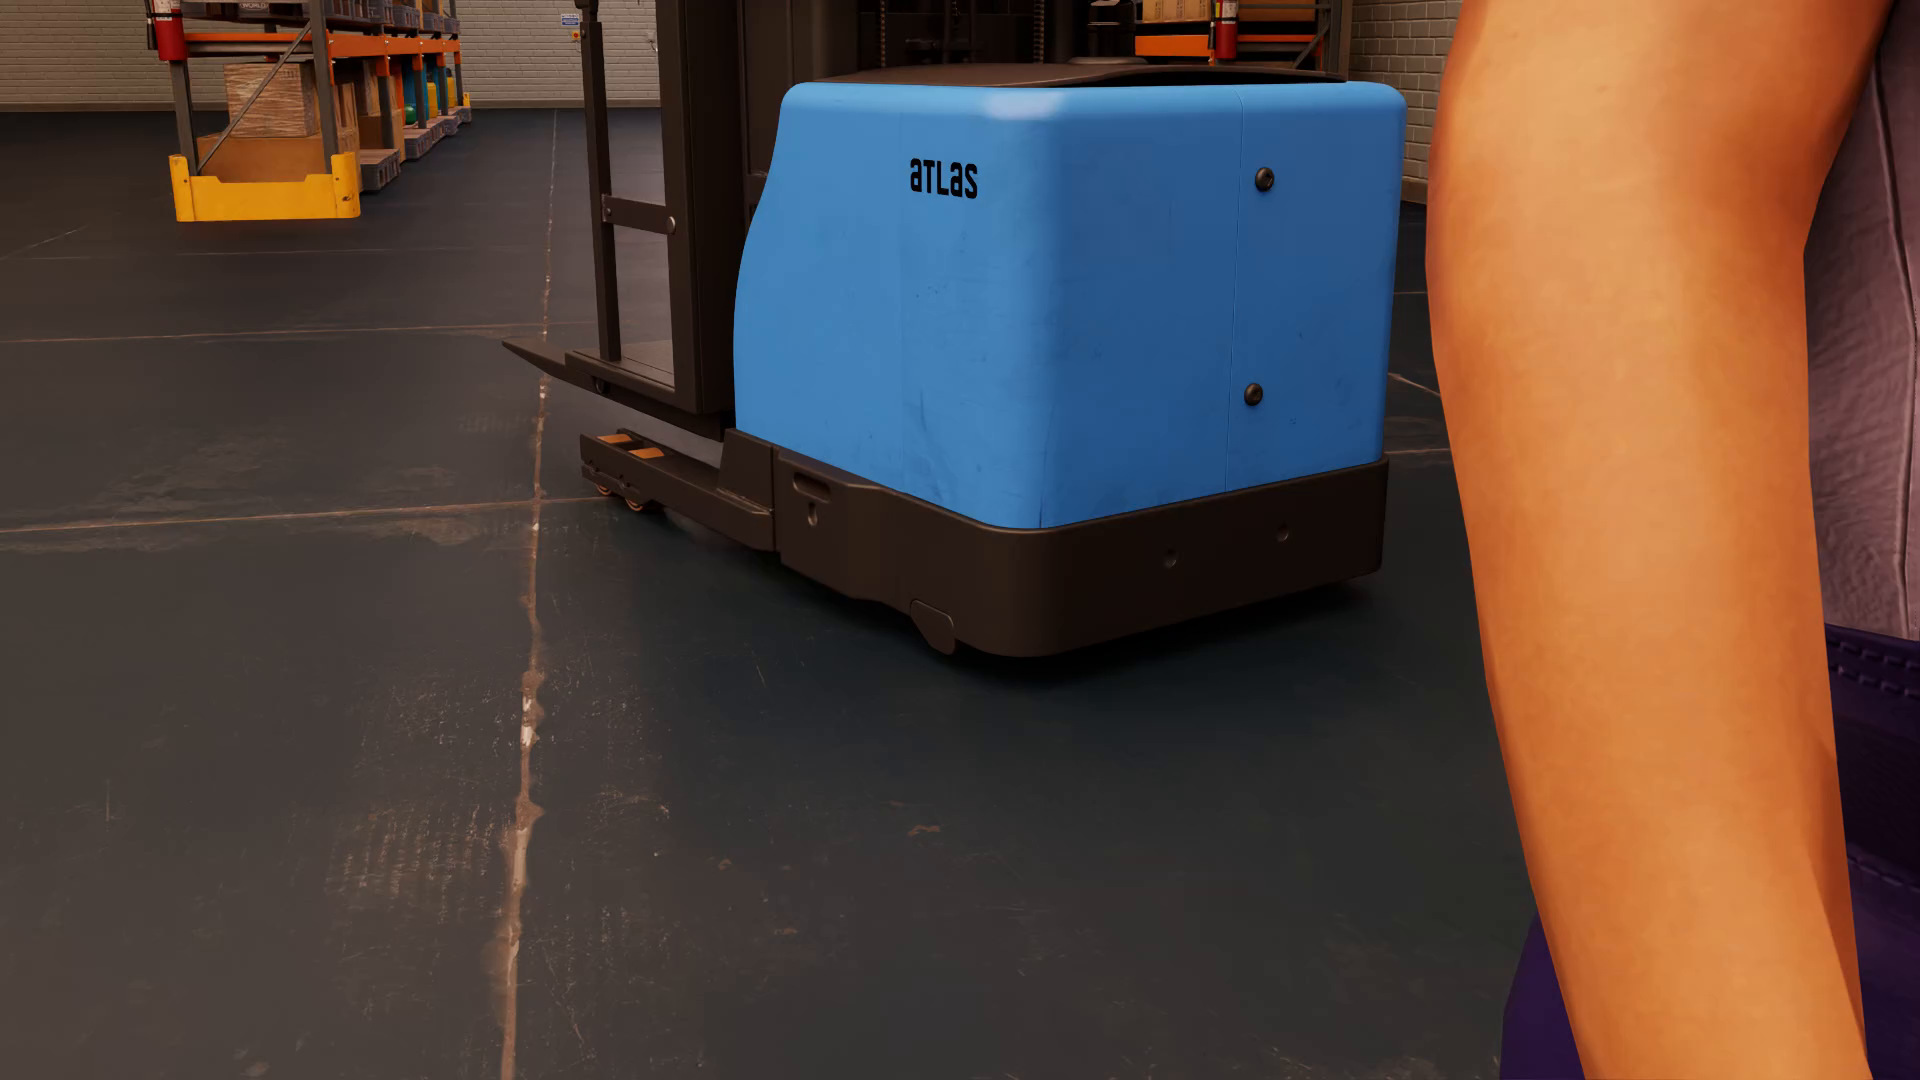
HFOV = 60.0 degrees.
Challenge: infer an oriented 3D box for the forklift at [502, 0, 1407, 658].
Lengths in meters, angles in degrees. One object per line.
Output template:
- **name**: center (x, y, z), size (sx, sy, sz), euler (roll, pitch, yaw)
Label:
- **forklift**: center (-0.350, -1.547, 4.075), size (1.130, 2.935, 3.031), euler (-11, 20, -34)
